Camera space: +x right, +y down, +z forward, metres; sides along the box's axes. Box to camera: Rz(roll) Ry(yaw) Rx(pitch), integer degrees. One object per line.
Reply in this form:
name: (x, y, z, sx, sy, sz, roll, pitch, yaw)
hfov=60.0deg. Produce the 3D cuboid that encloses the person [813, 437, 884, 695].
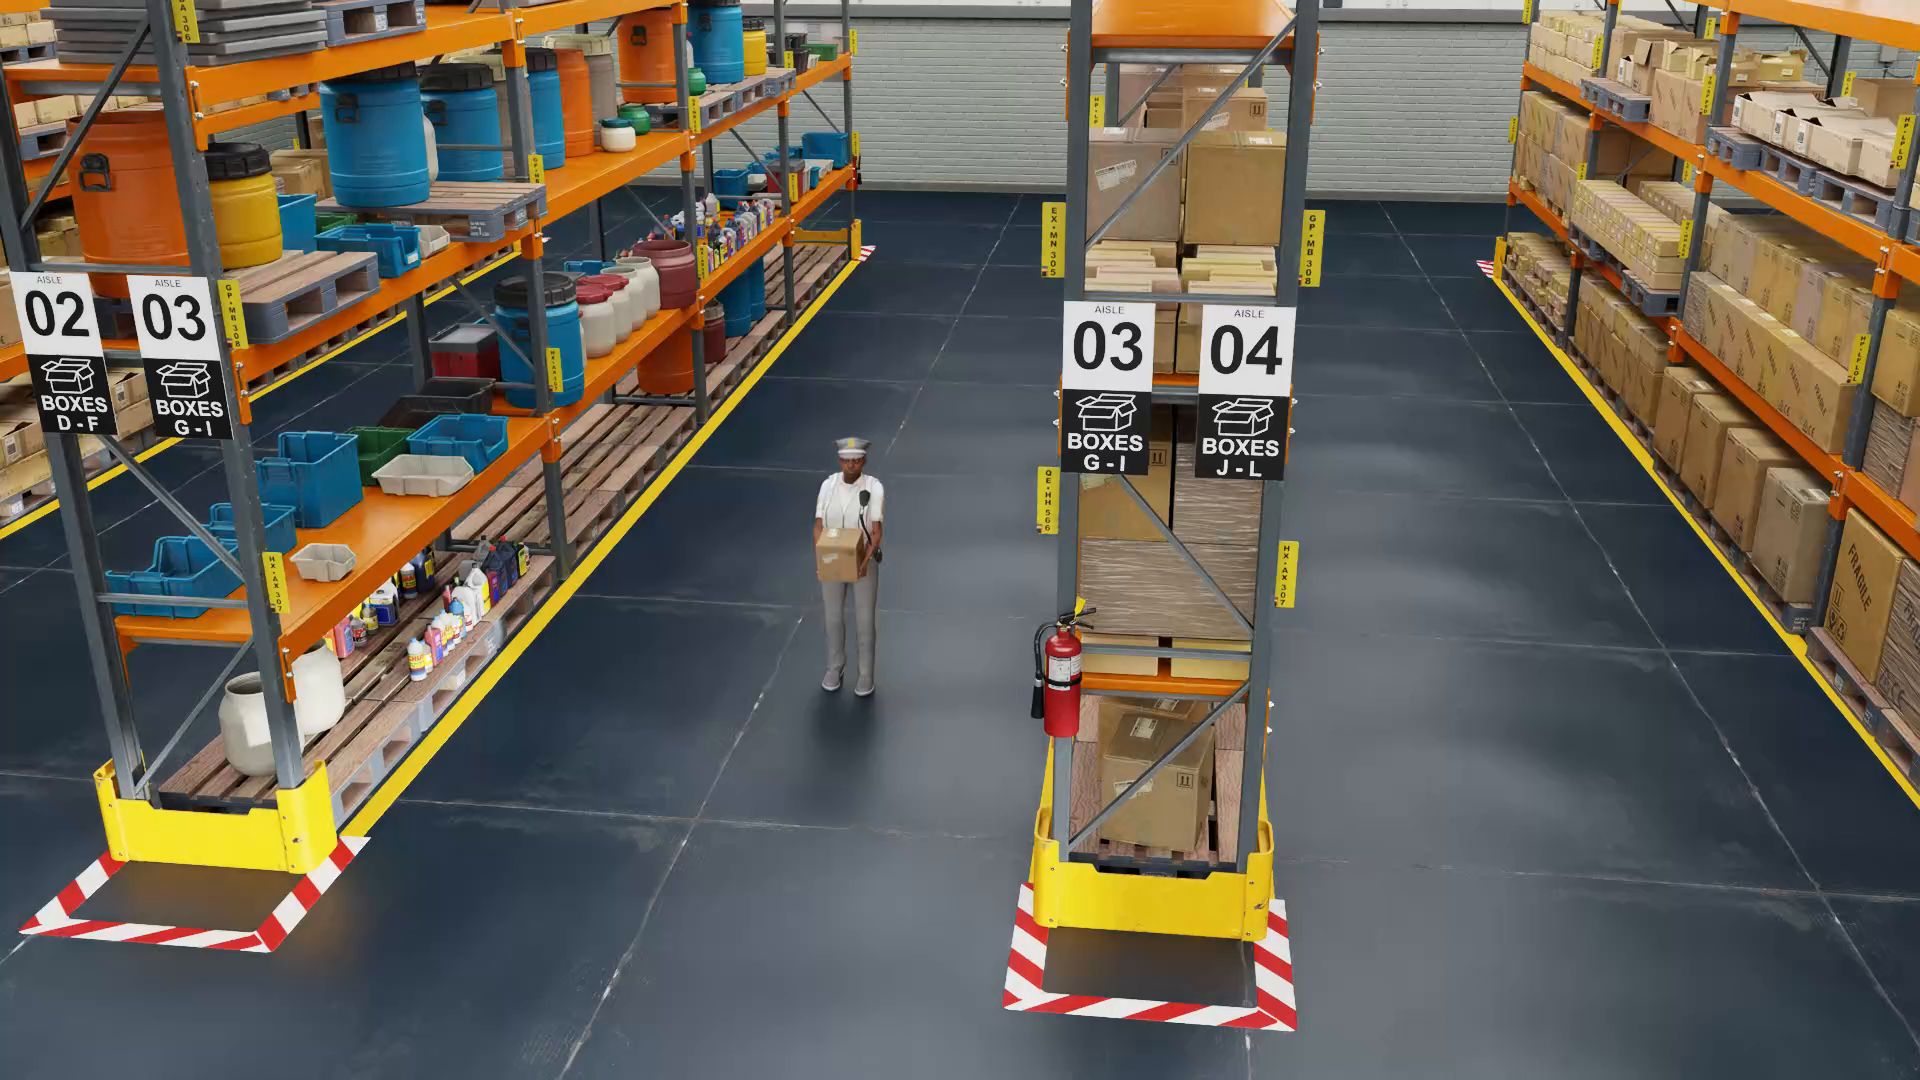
person: (-0.717, 0.169, 10.615, 0.450, 1.688, 0.540, 3, 21, 7)
